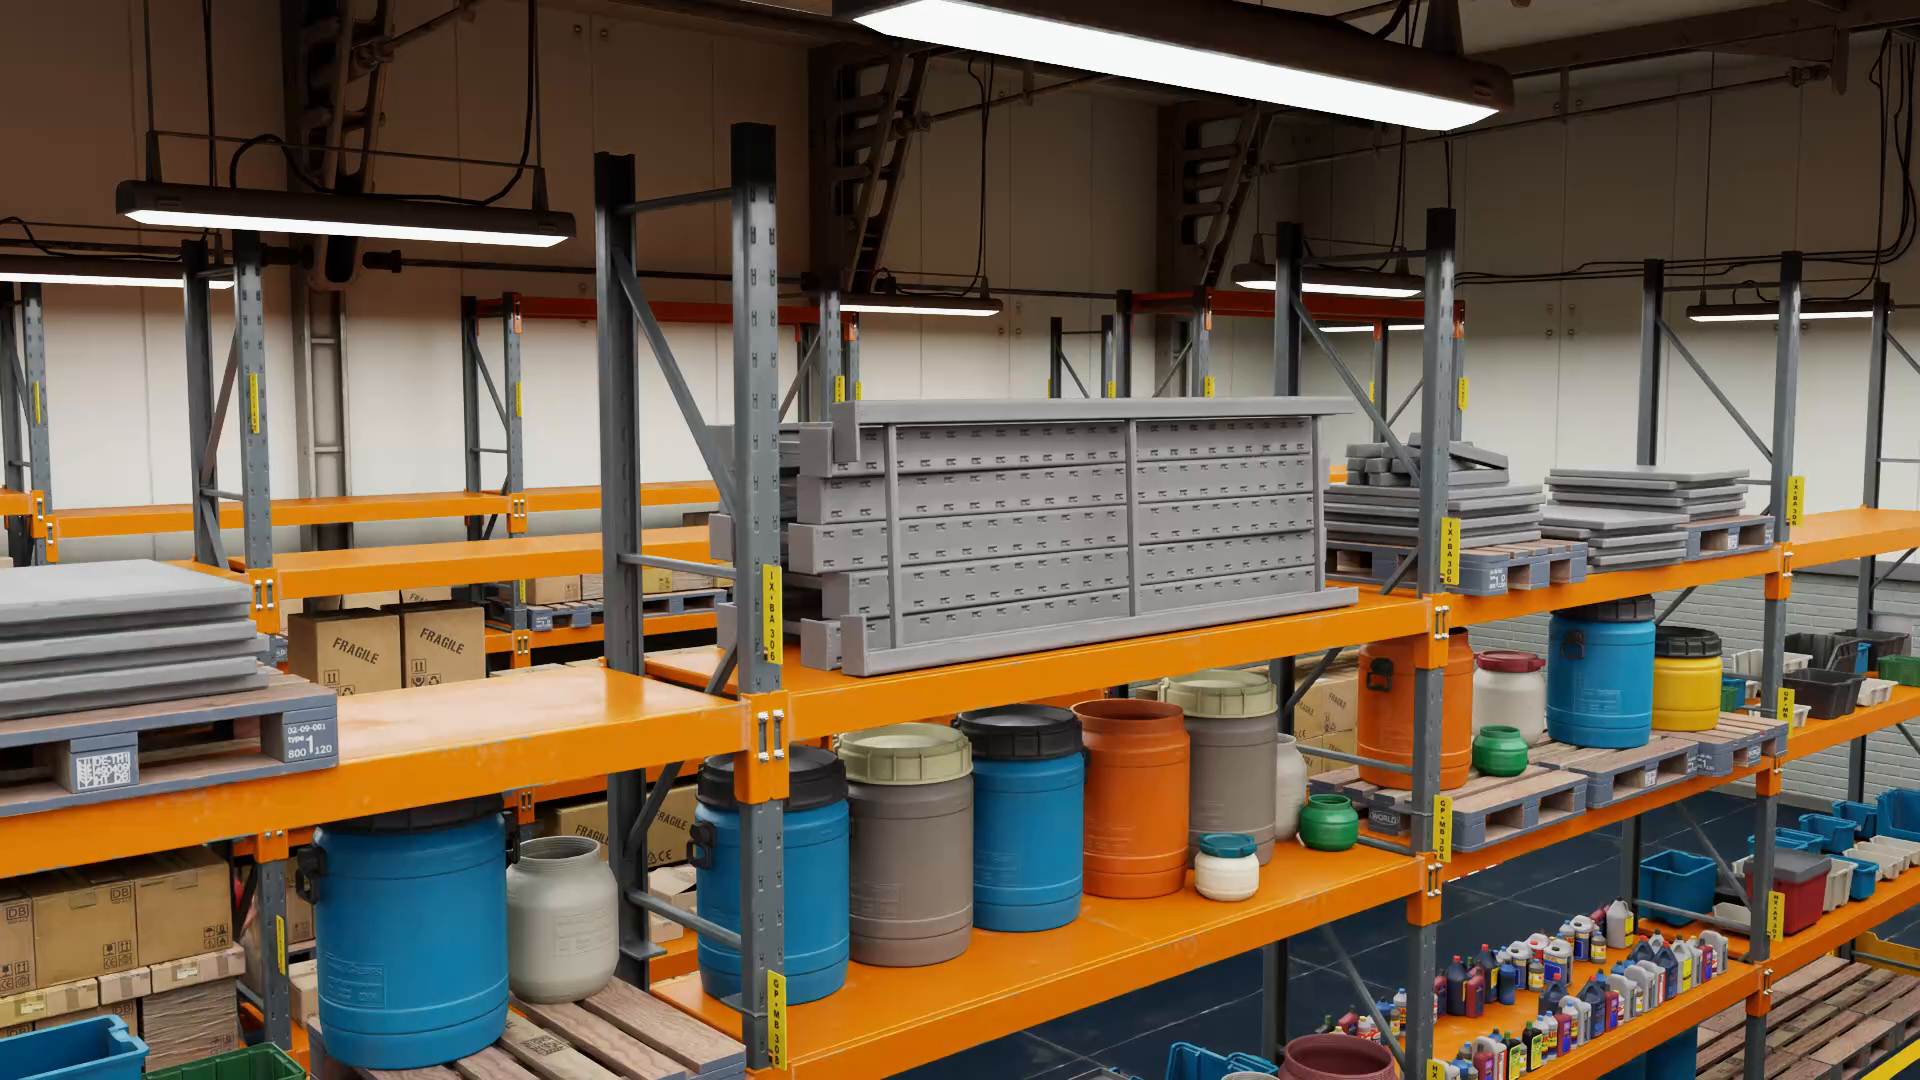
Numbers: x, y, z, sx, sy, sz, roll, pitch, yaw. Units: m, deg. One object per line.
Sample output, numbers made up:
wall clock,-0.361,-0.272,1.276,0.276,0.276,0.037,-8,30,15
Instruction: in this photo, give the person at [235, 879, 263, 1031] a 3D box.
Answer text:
person,-5.642,3.167,12.703,0.714,1.673,0.808,0,5,-3
